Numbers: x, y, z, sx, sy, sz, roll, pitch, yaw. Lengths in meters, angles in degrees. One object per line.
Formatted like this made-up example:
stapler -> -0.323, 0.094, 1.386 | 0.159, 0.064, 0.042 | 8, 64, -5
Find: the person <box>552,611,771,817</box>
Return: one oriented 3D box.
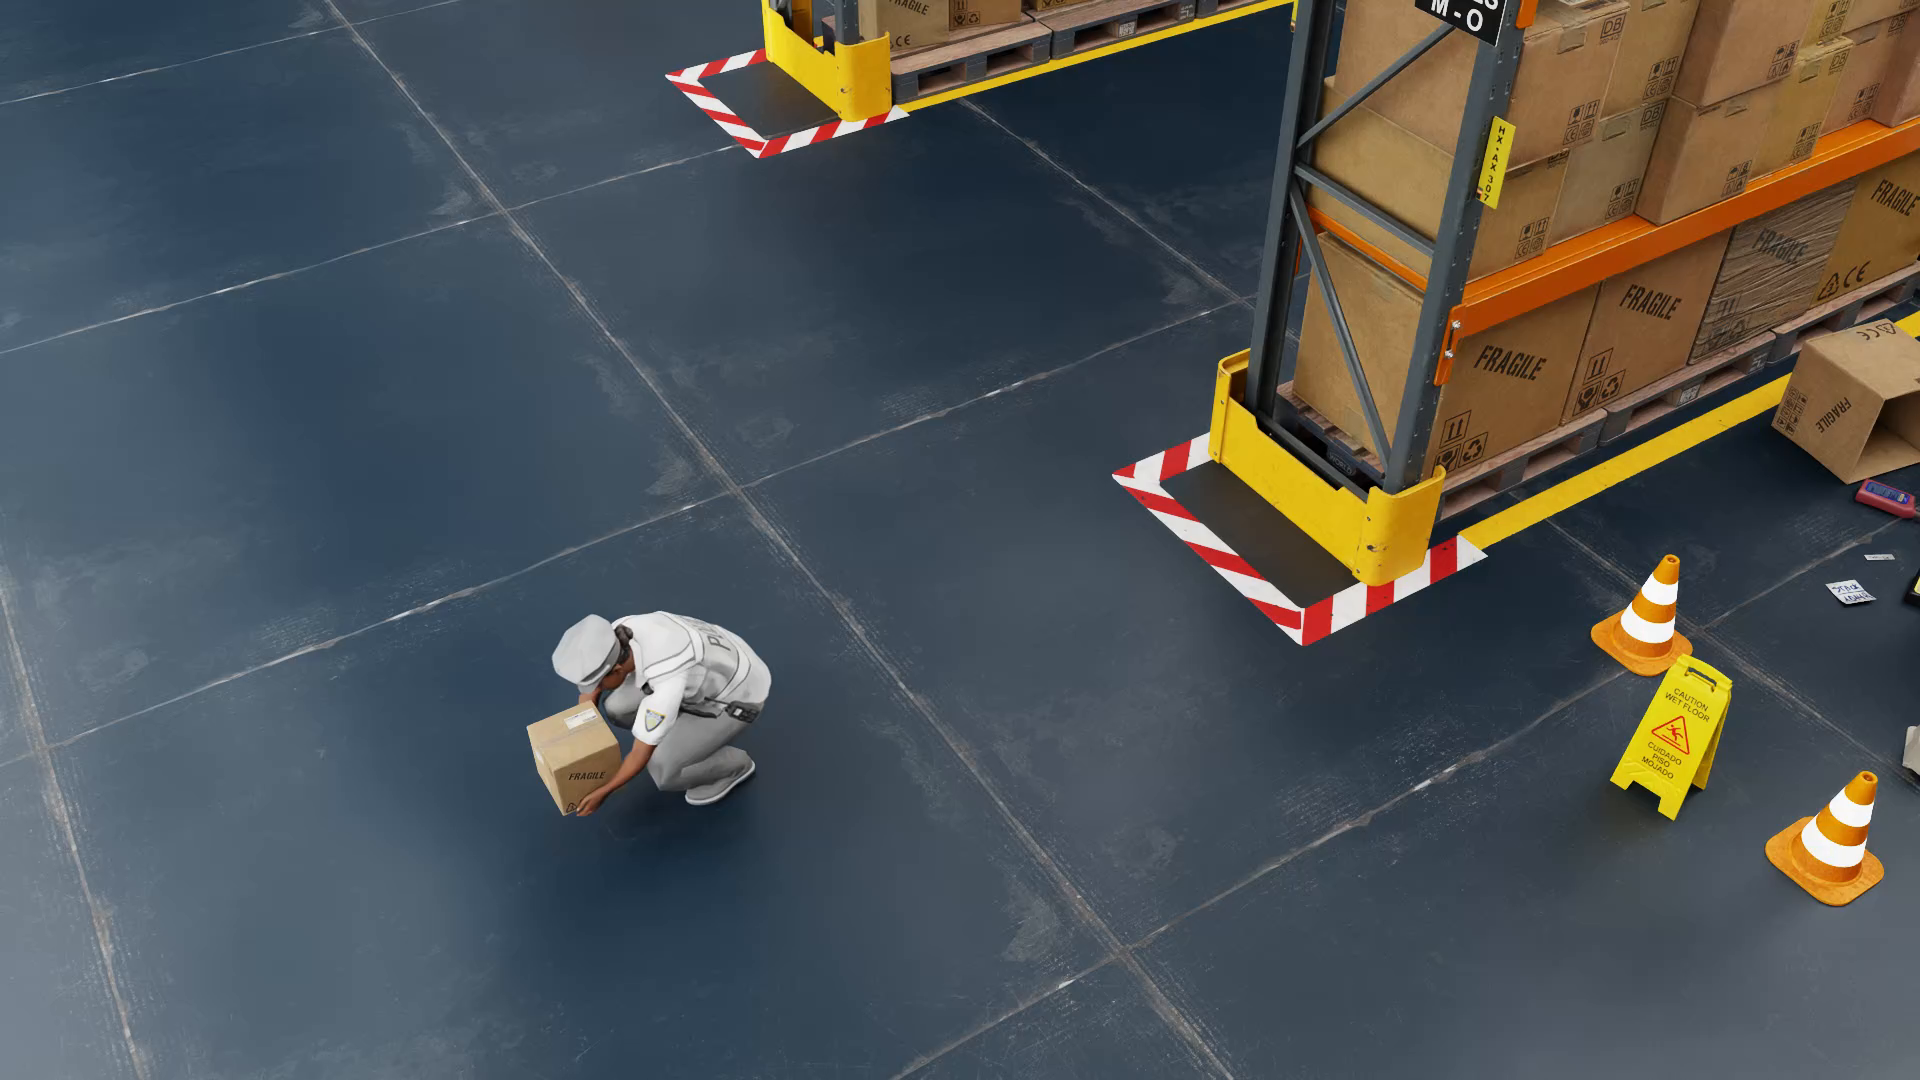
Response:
person -> -1.098, 0.563, 6.064 | 0.832, 0.952, 0.512 | -23, 46, -24
